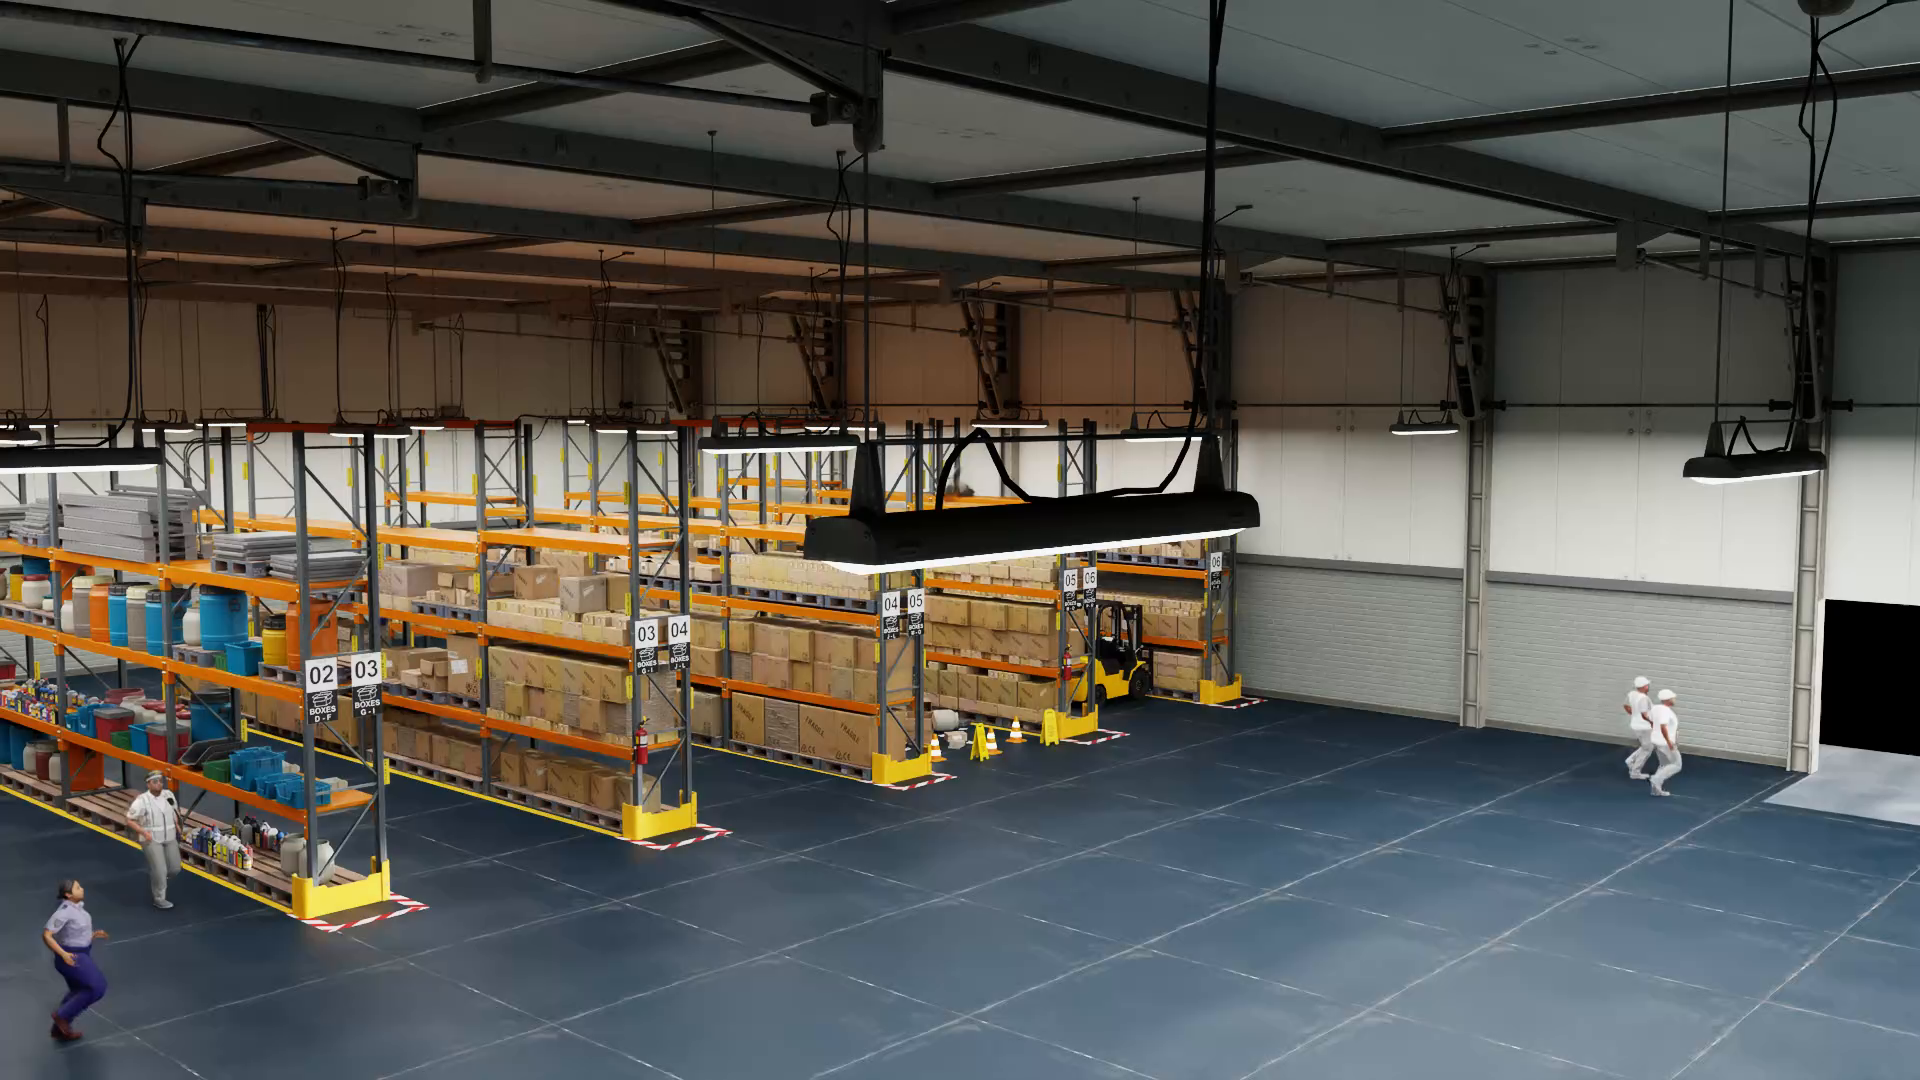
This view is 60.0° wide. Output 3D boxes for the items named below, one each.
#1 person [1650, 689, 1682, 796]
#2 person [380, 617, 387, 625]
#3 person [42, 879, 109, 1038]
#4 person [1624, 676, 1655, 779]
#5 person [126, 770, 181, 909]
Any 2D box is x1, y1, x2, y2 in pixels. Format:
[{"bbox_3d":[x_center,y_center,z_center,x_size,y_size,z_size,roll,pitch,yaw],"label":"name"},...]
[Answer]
[{"bbox_3d":[11.398,3.270,26.873,0.573,1.730,0.710,0,5,-3],"label":"person"},{"bbox_3d":[-13.703,2.301,39.393,0.601,1.687,0.869,4,6,39],"label":"person"},{"bbox_3d":[-8.794,4.171,16.592,0.545,1.609,0.592,-2,5,-21],"label":"person"},{"bbox_3d":[11.566,3.161,28.056,0.591,1.737,0.670,1,5,6],"label":"person"},{"bbox_3d":[-10.141,3.747,20.974,0.645,1.733,0.664,3,6,36],"label":"person"}]
